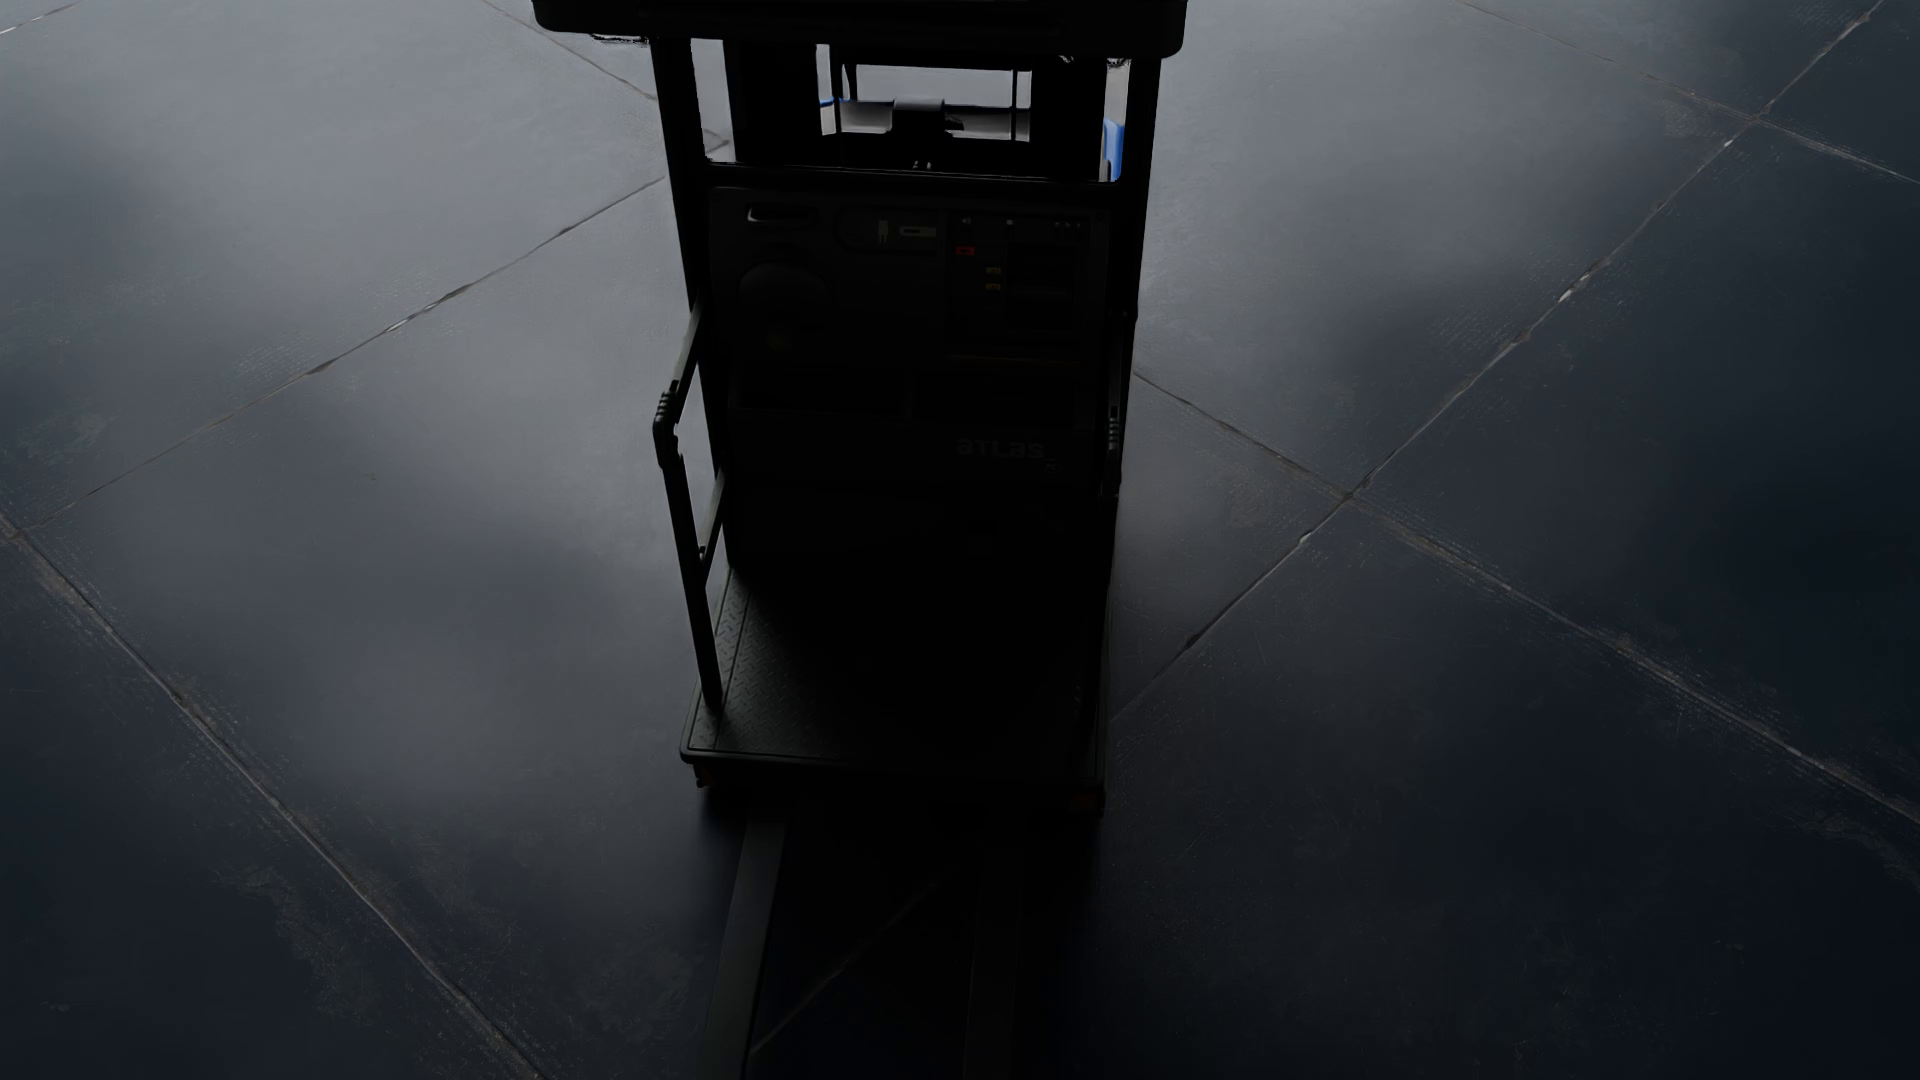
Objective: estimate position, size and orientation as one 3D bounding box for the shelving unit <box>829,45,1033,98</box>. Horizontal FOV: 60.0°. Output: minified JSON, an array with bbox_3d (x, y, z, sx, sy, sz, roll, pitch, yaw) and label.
[{"bbox_3d":[-0.003,-1.306,5.448,0.755,1.500,0.431,3,47,3],"label":"shelving unit"}]

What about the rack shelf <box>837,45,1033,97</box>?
[{"bbox_3d":[-0.003,-1.573,5.163,0.720,0.370,0.431,3,47,3],"label":"rack shelf"}]

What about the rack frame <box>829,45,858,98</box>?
[{"bbox_3d":[-0.368,-1.327,5.467,0.023,1.500,0.400,3,47,3],"label":"rack frame"}]

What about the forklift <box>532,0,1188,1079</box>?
[{"bbox_3d":[-0.138,-0.521,3.729,1.130,2.935,3.031,4,47,3],"label":"forklift"}]
